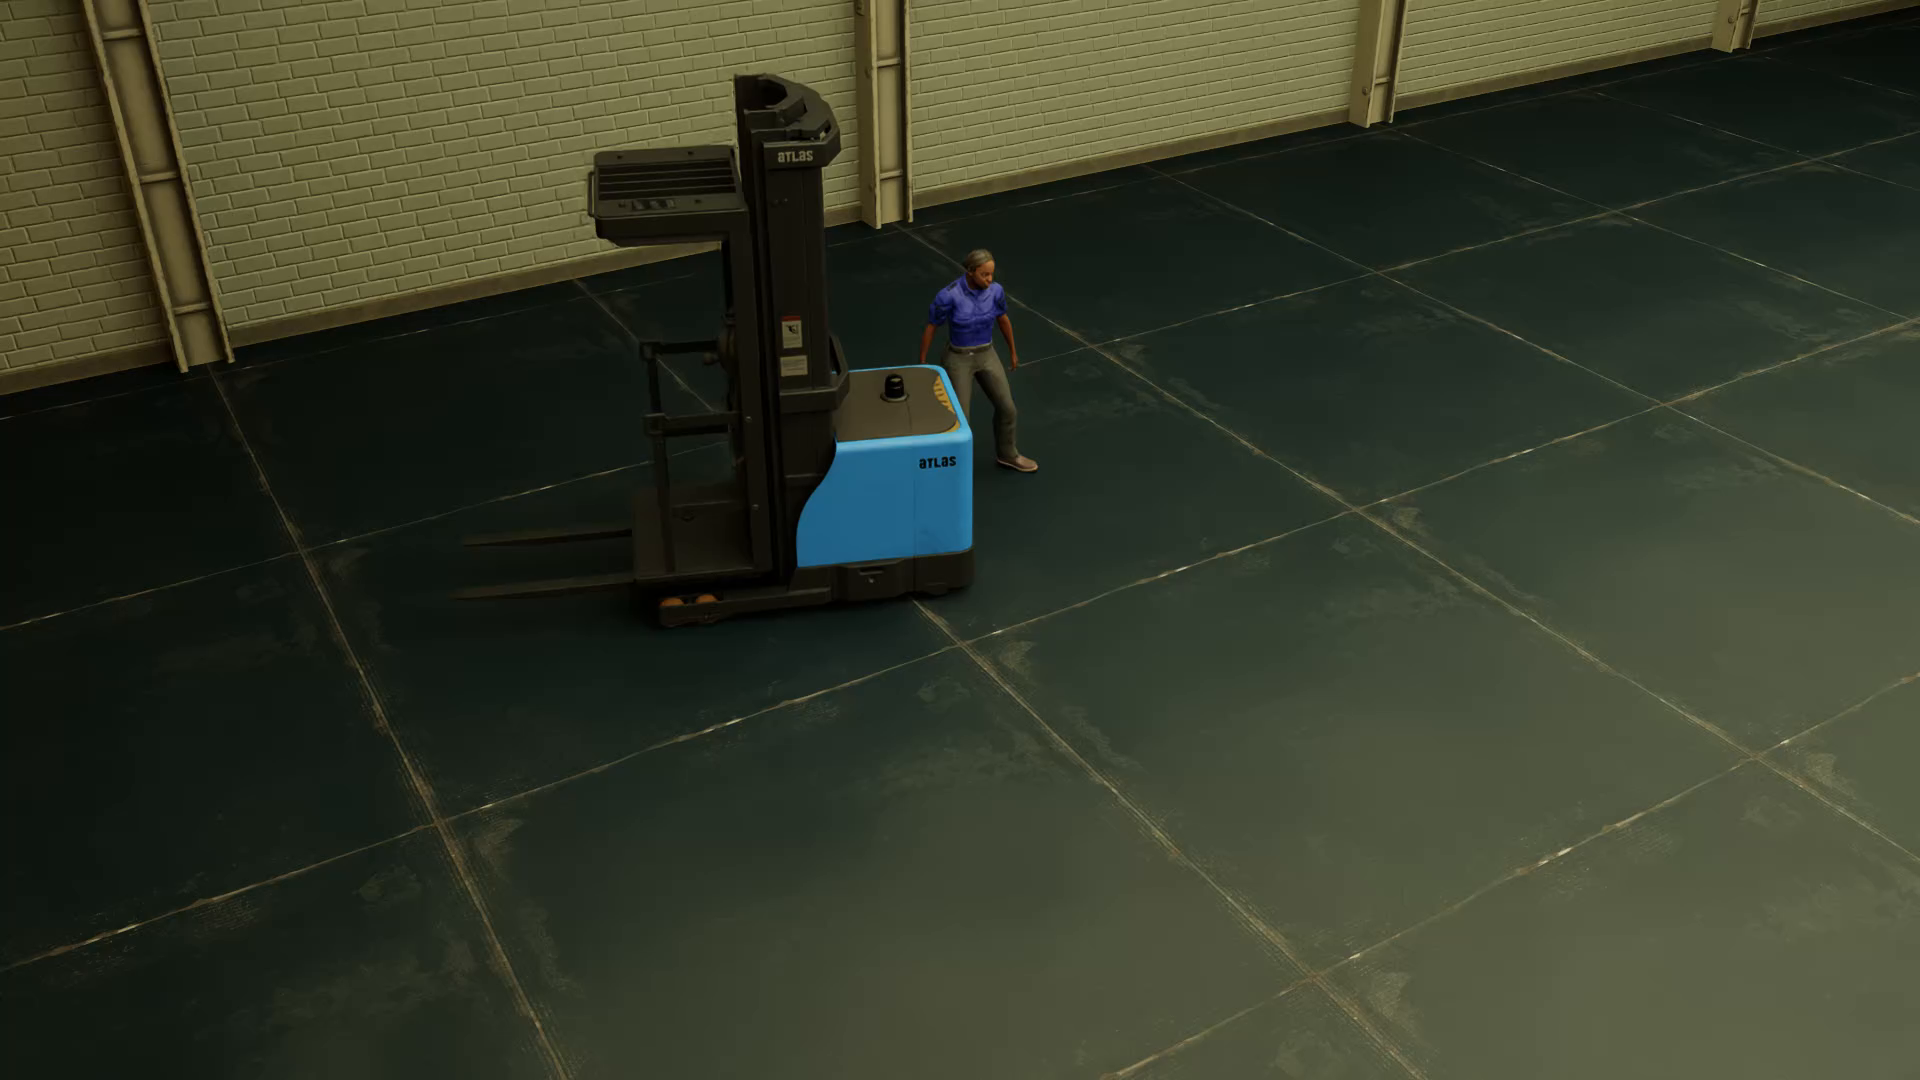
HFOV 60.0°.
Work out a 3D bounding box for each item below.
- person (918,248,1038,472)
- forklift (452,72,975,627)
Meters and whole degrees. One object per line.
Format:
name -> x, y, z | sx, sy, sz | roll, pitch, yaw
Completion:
person -> 0.110, -1.168, 10.873 | 0.788, 1.621, 0.372 | -11, 33, -18
forklift -> -1.482, -1.046, 9.394 | 3.031, 2.935, 1.130 | -6, 31, -9
